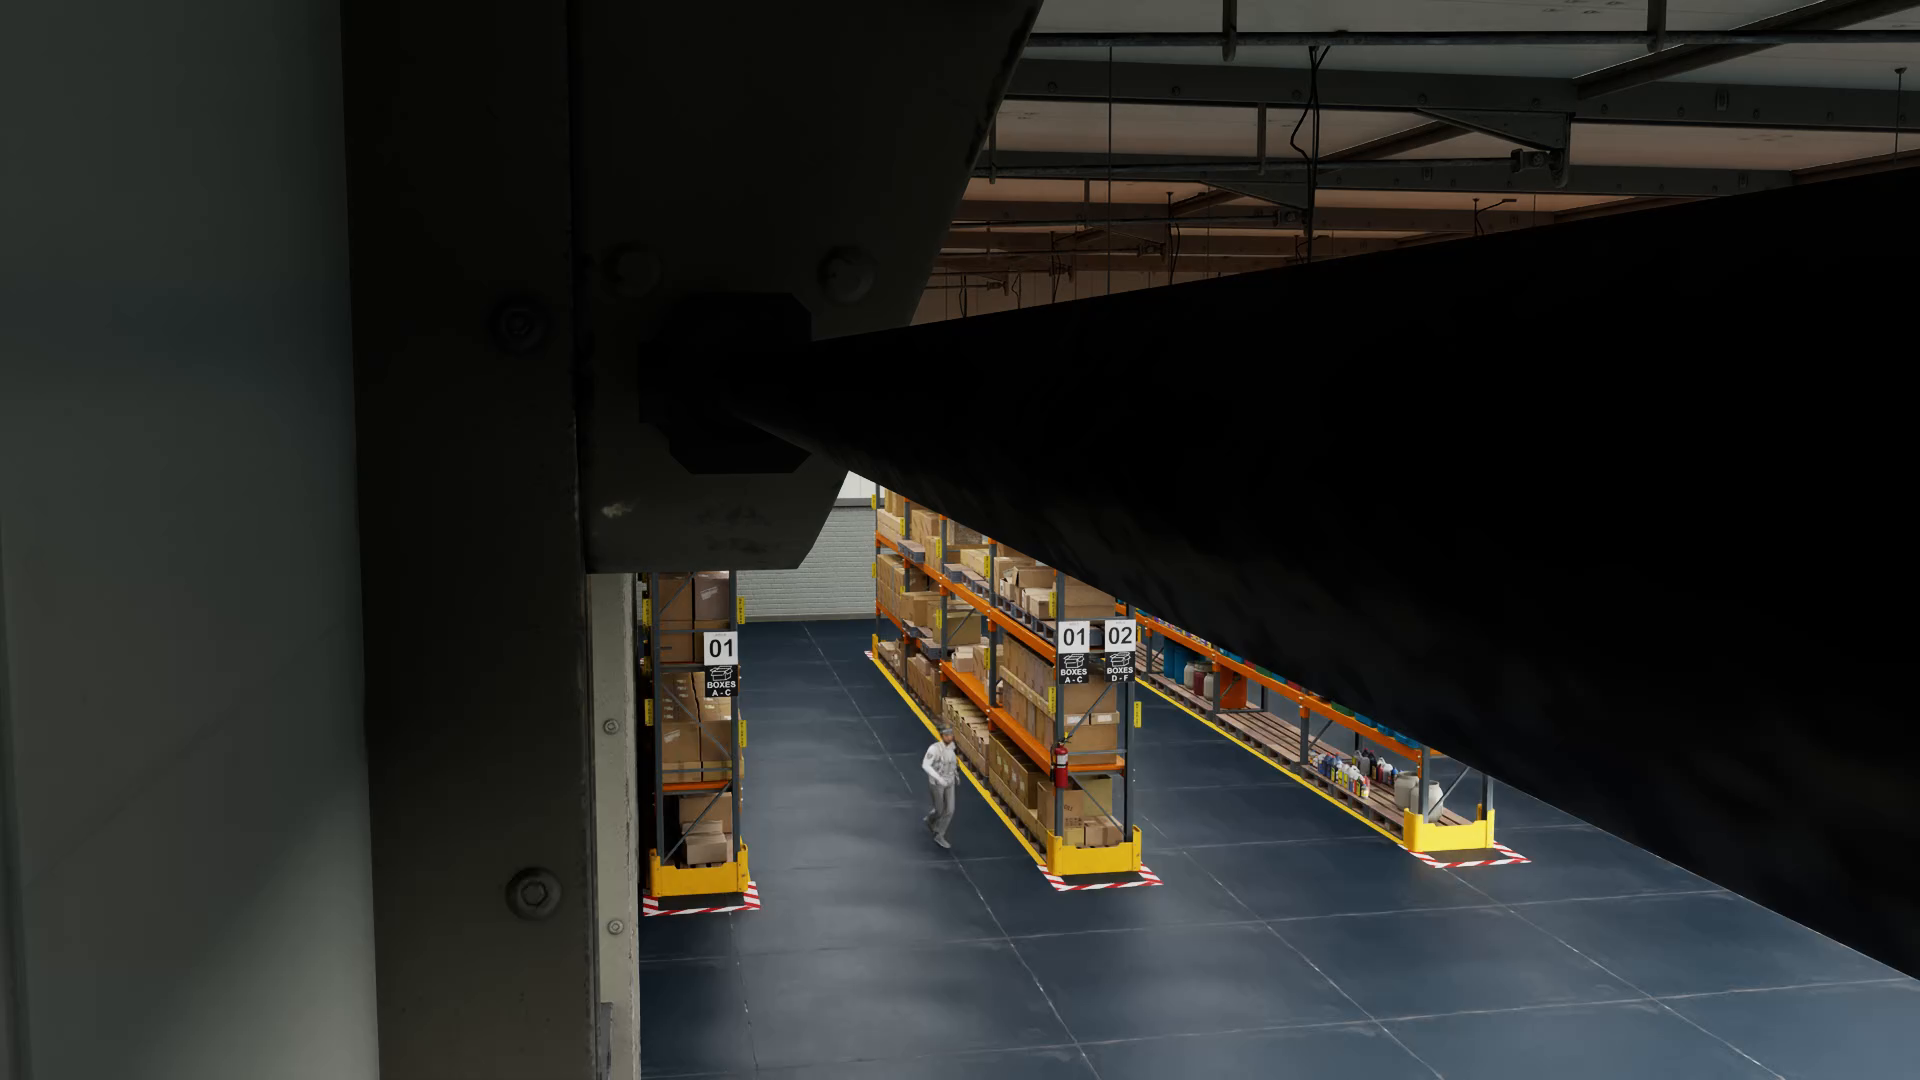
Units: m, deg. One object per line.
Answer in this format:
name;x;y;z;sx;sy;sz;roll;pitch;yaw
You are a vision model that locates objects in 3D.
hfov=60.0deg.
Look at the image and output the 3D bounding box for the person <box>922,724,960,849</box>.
person;-0.297;3.235;22.224;0.612;1.657;0.684;-4;7;-33
